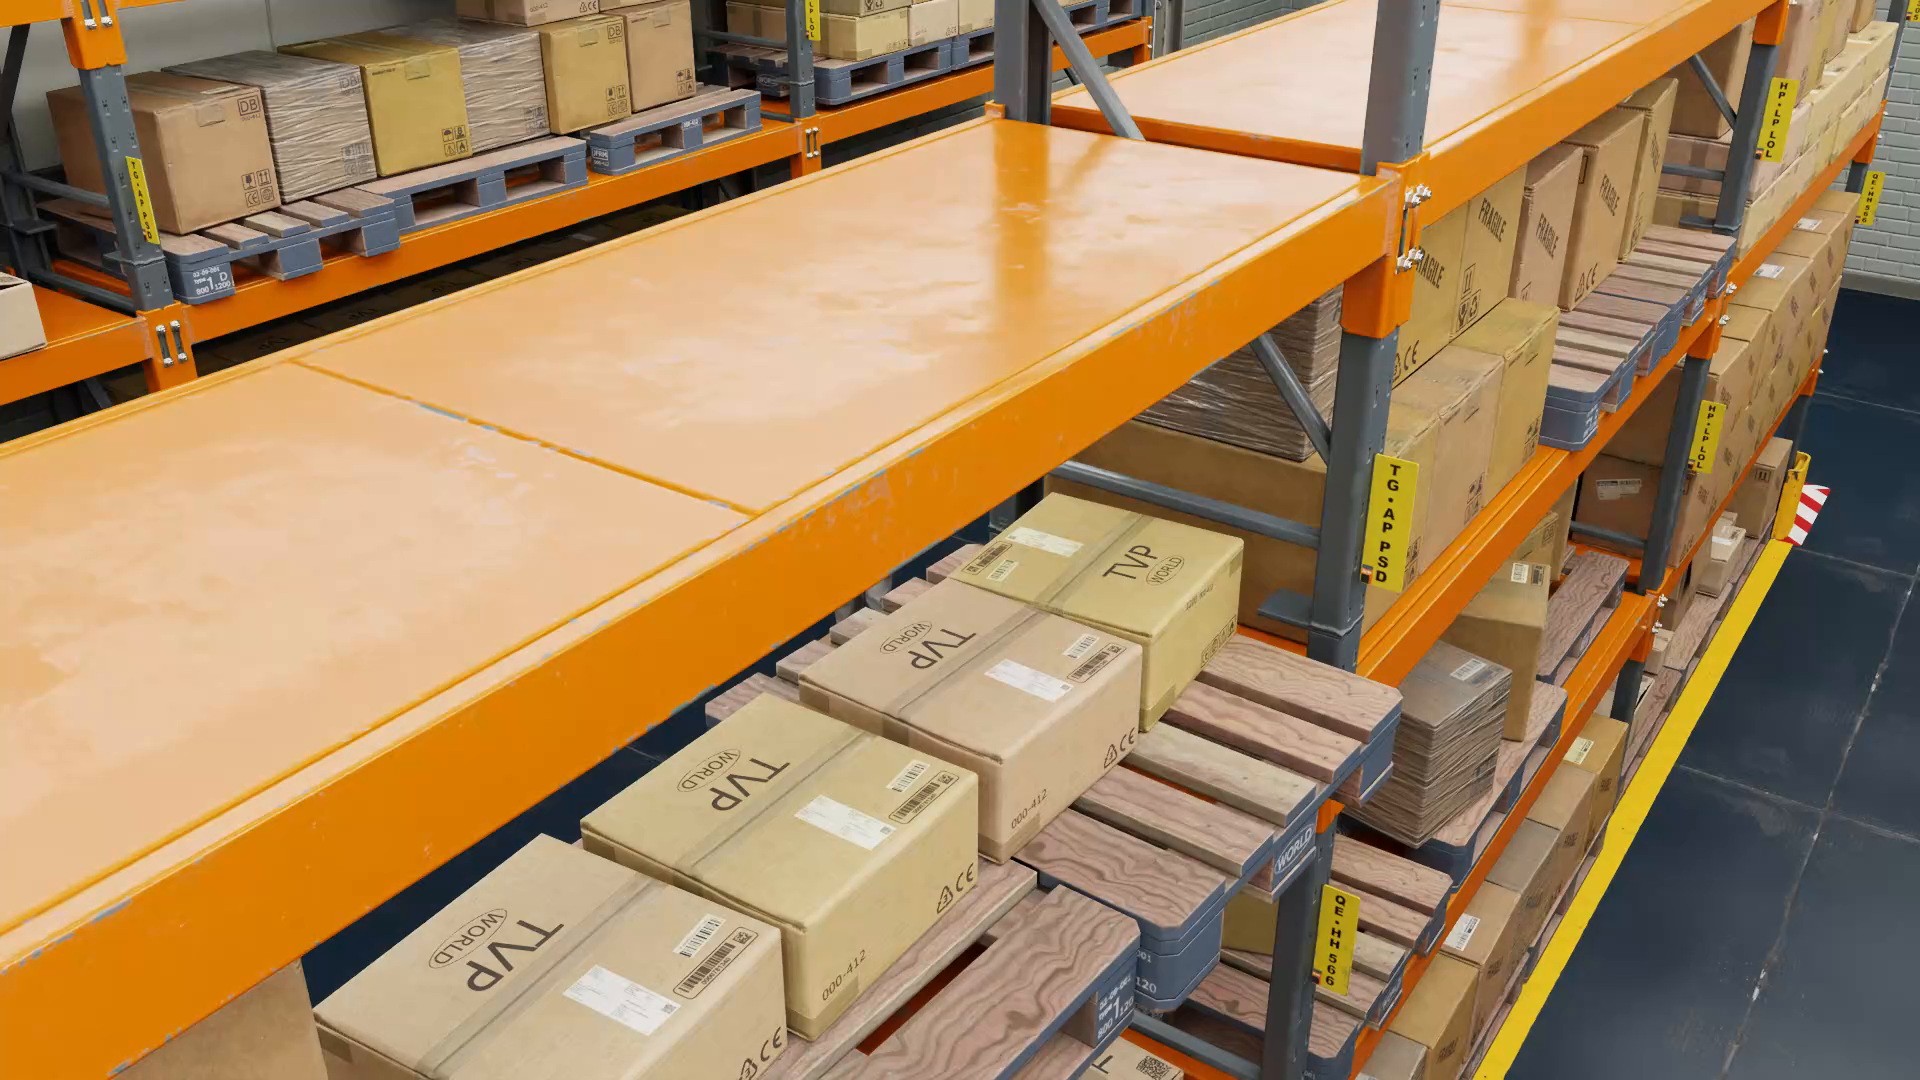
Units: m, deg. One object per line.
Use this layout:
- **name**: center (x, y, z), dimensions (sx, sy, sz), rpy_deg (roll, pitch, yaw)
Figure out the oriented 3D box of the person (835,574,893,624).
- **person**: center (-0.530, -0.039, 9.196), dimensions (0.514, 1.671, 0.362), rpy_deg (15, 31, 27)
